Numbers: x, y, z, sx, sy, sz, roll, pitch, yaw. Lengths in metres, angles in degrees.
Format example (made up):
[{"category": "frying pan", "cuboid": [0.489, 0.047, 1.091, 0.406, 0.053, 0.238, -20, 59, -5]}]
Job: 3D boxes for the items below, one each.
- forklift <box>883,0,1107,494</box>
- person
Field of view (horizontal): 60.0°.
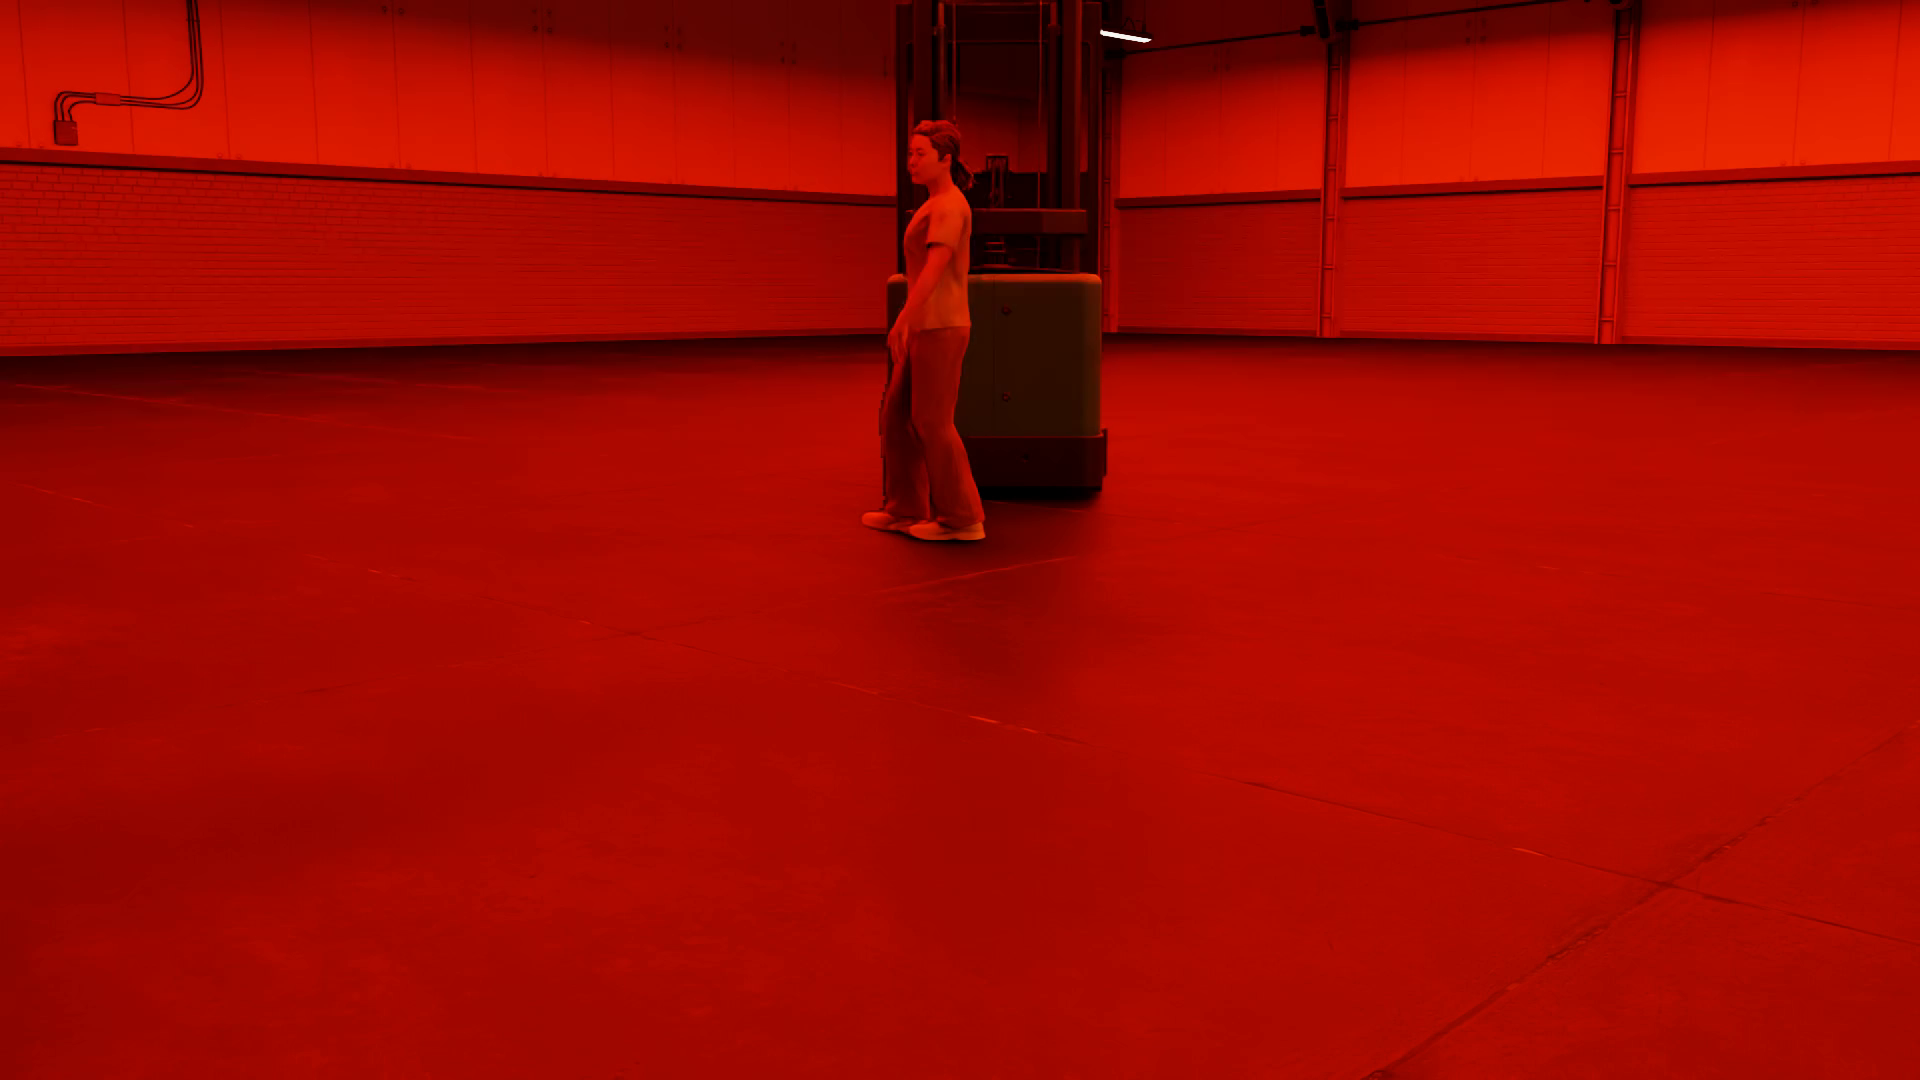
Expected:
[{"category": "forklift", "cuboid": [0.211, -1.856, 9.203, 1.130, 2.935, 3.031, 0, 9, 2]}, {"category": "person", "cuboid": [-0.144, -0.813, 6.591, 0.488, 1.655, 0.616, -1, 9, -5]}]
